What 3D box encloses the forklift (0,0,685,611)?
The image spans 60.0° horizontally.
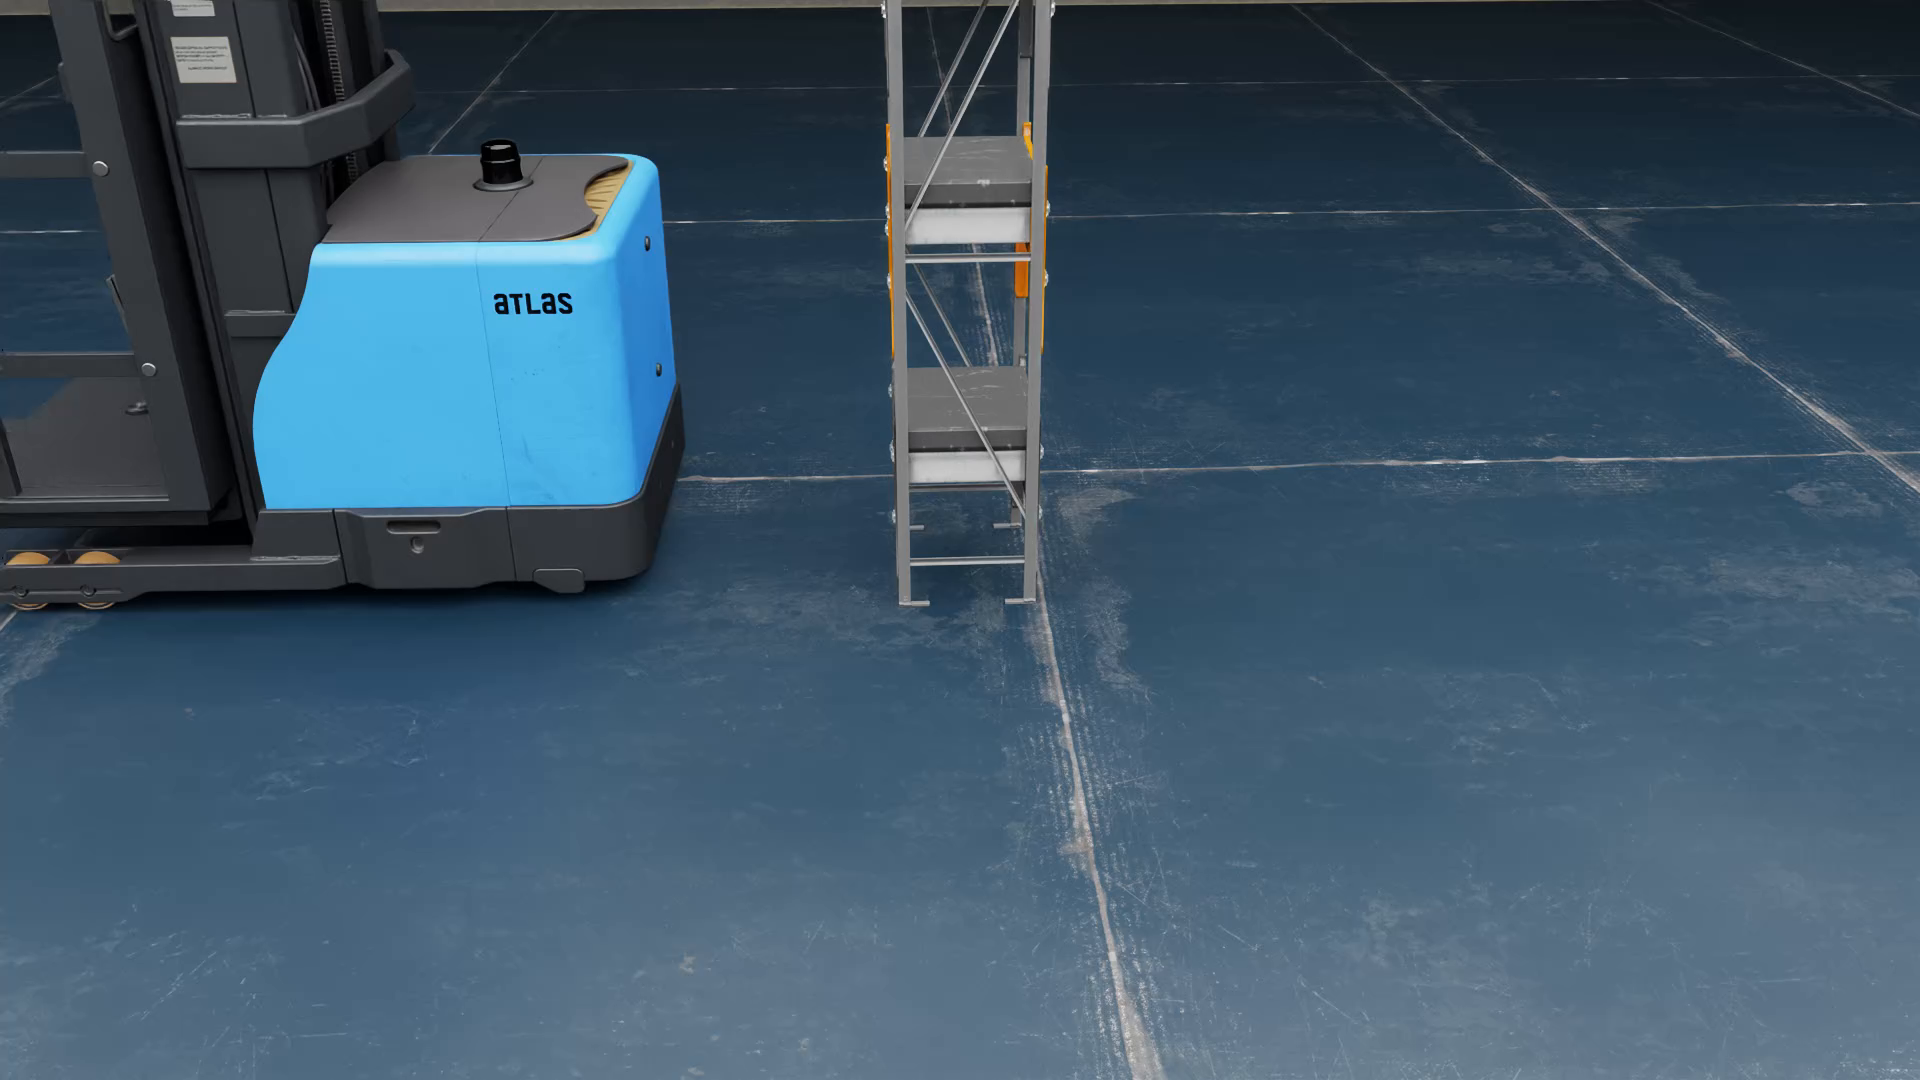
[{"bbox_3d":[-2.446,-1.342,4.654,3.031,2.935,1.130,-1,28,-1],"label":"forklift"}]

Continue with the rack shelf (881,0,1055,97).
[{"bbox_3d":[0.009,-1.463,4.300,0.431,0.518,0.480,-1,28,-3],"label":"rack shelf"}]

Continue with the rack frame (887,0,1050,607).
[{"bbox_3d":[0.021,-0.742,4.402,0.400,2.100,0.015,-1,28,-3],"label":"rack frame"}]

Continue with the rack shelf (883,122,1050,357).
[{"bbox_3d":[0.009,-0.842,4.624,0.431,0.518,0.480,-1,28,-3],"label":"rack shelf"}]

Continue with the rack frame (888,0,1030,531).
[{"bbox_3d":[-0.004,-0.967,4.834,0.400,2.100,0.015,-1,28,-3],"label":"rack frame"}]

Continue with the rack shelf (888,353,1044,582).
[{"bbox_3d":[0.009,-0.222,4.948,0.431,0.518,0.480,-1,28,-3],"label":"rack shelf"}]

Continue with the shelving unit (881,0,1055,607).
[{"bbox_3d":[0.009,-0.855,4.618,0.431,2.100,0.503,-1,28,-3],"label":"shelving unit"}]
